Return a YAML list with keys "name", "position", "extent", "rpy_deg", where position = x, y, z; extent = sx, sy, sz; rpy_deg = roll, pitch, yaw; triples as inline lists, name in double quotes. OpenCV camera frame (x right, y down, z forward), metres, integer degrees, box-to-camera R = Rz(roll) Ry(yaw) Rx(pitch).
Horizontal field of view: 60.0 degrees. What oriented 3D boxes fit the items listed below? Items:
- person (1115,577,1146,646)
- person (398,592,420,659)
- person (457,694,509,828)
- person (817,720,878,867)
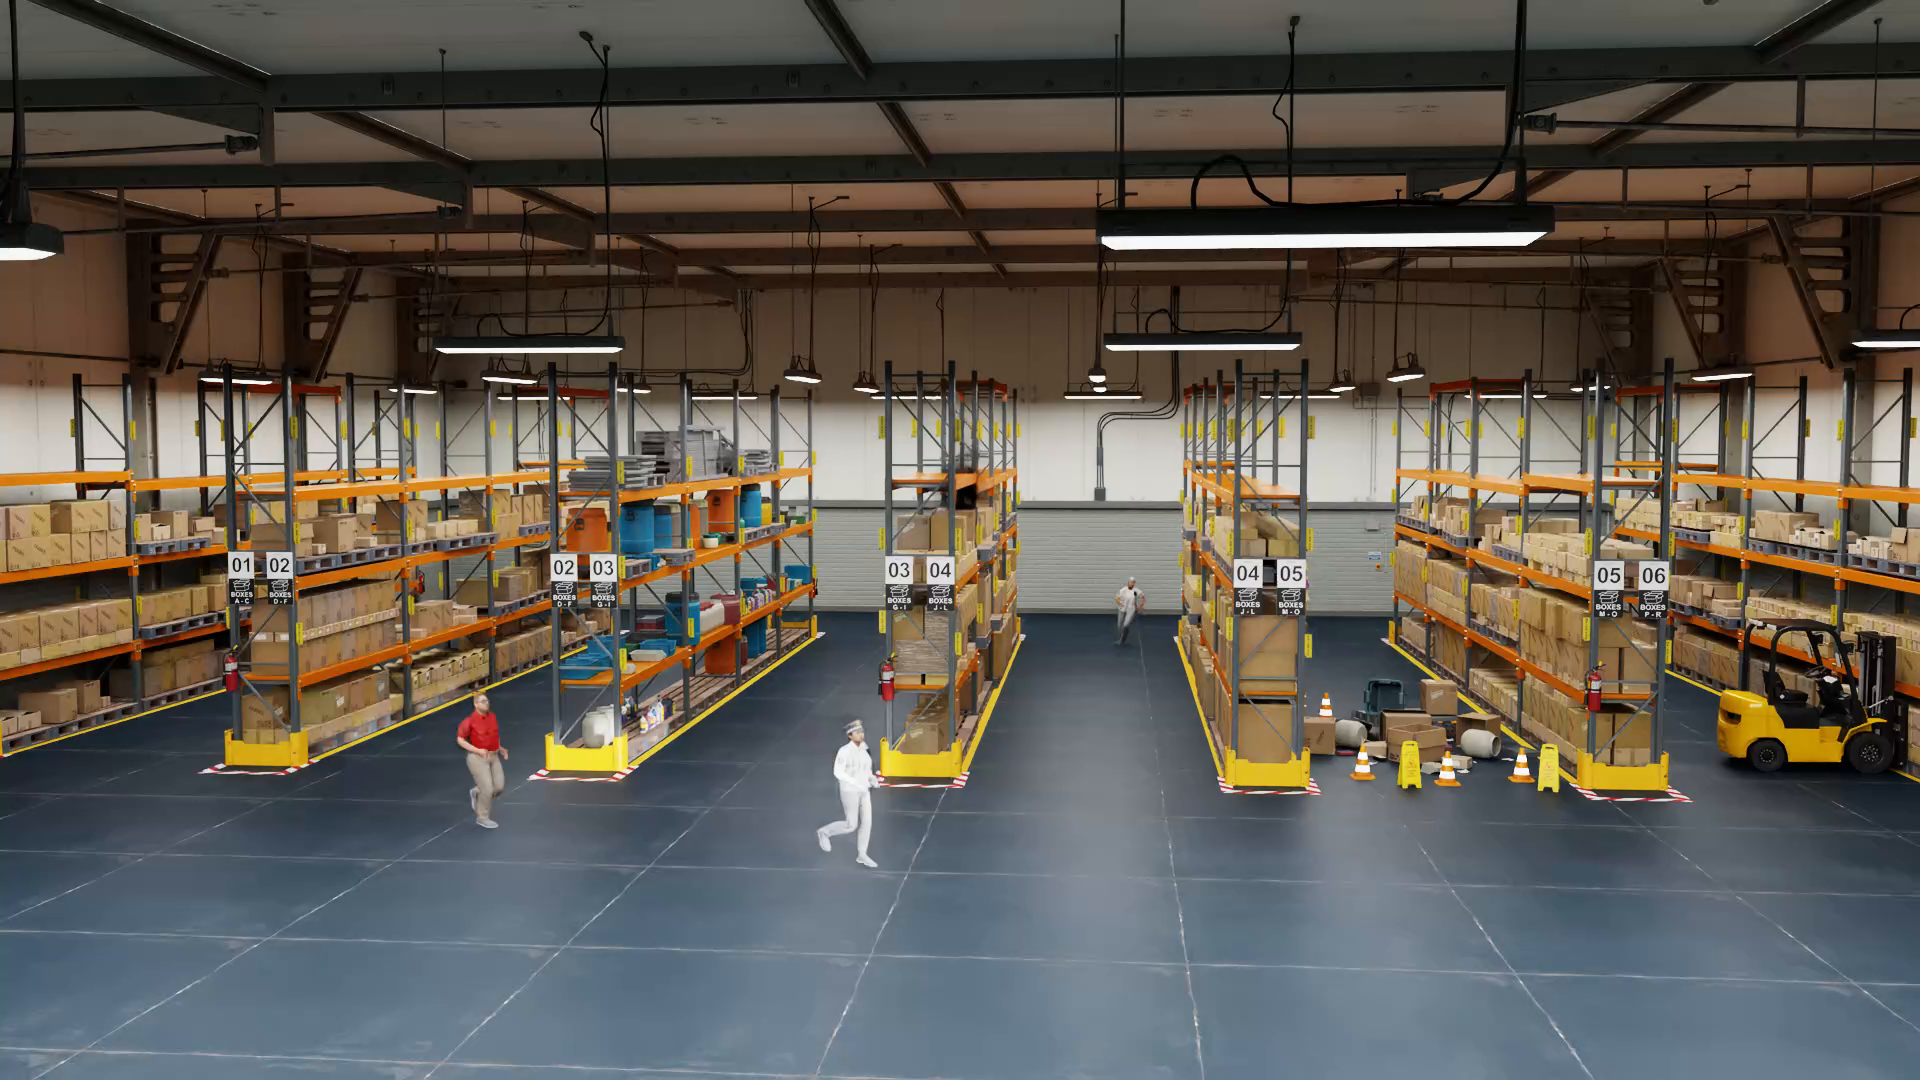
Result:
- name: "person"
  position: [3.920, 1.665, 38.657]
  extent: [0.710, 1.606, 0.677]
  rpy_deg: [1, 4, 20]
- name: "person"
  position: [-11.413, 1.911, 34.569]
  extent: [0.545, 1.708, 0.787]
  rpy_deg: [0, 4, 7]
- name: "person"
  position: [-6.071, 2.787, 21.079]
  extent: [0.604, 1.688, 0.665]
  rpy_deg: [2, 4, 30]
- name: "person"
  position: [-1.258, 2.911, 19.293]
  extent: [0.769, 1.694, 0.624]
  rpy_deg: [3, 5, 37]
